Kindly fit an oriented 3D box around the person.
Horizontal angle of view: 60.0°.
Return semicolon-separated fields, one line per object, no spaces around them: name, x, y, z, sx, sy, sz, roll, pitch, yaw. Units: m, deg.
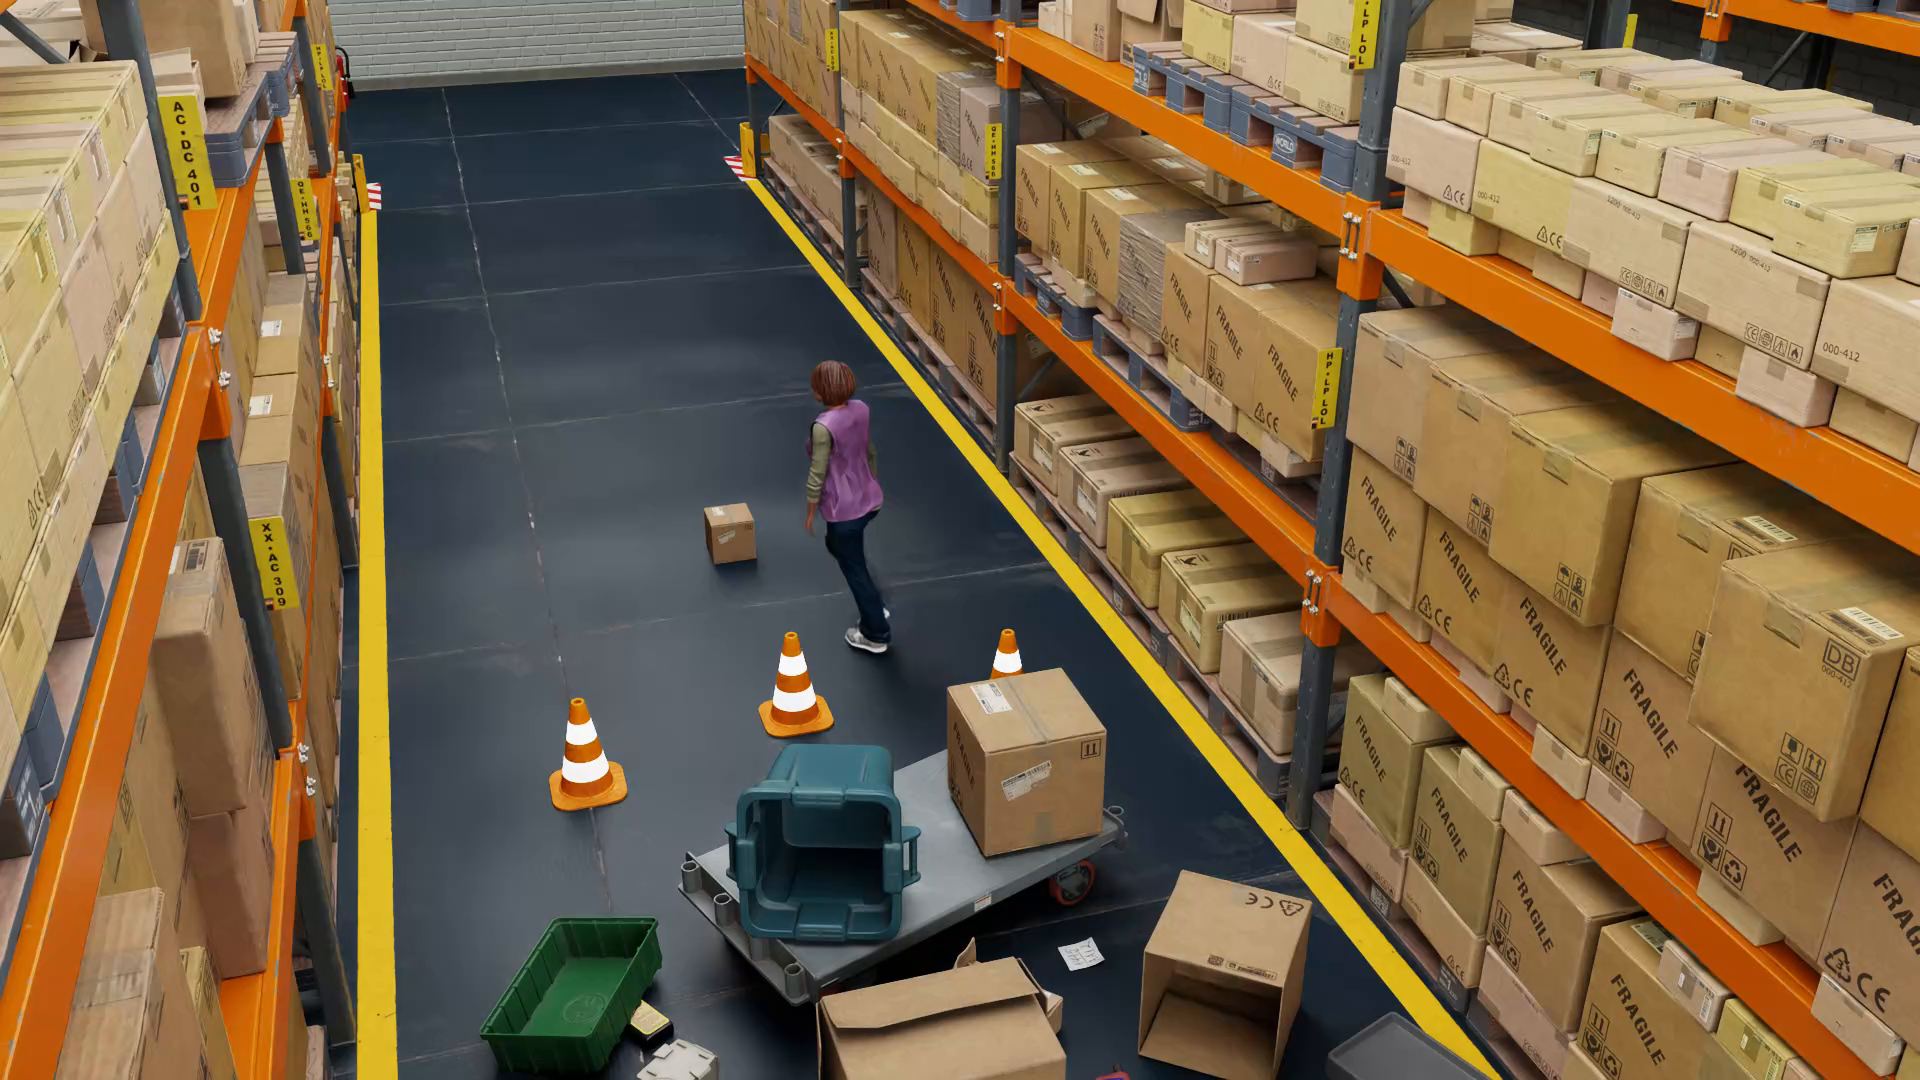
person;-0.560;-0.165;8.421;0.427;1.586;0.501;15;31;28
